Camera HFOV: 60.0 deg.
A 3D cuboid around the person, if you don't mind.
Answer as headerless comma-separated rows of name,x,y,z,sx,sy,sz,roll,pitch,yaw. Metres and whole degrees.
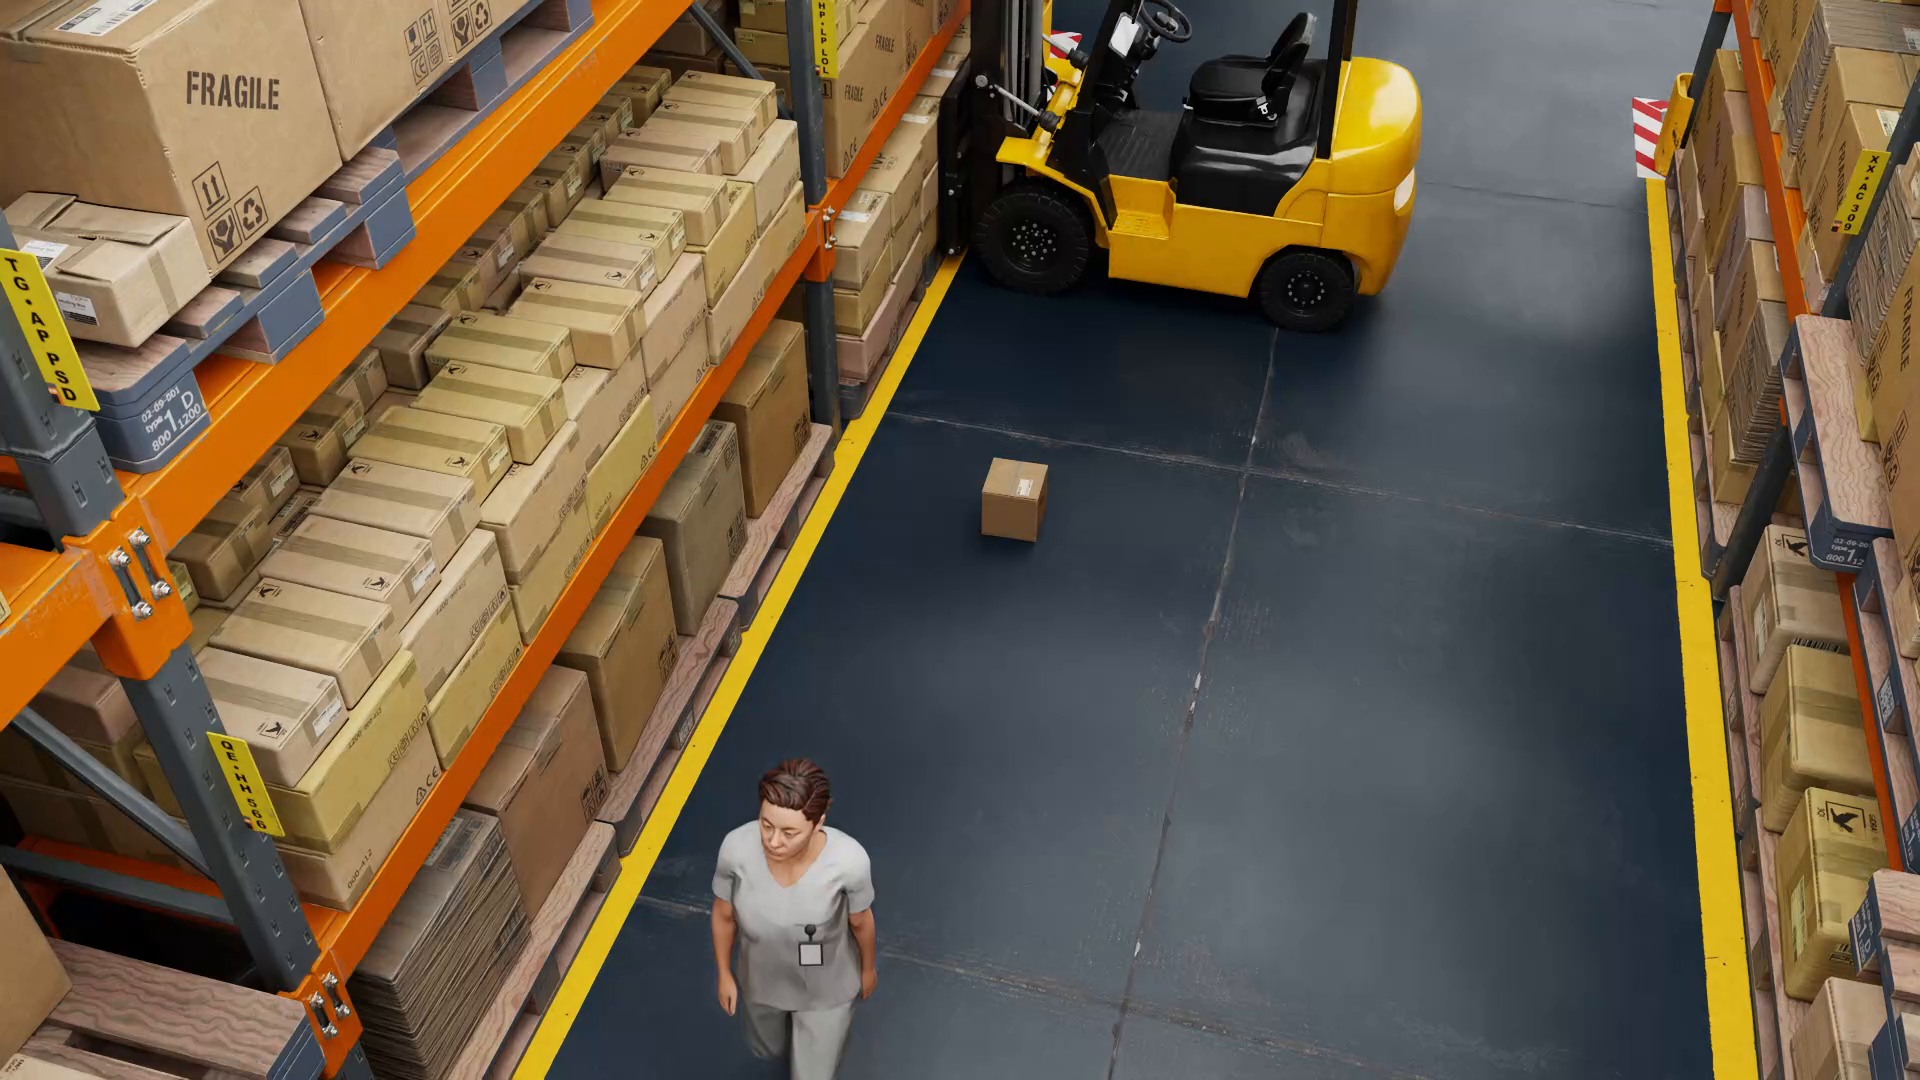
person,-0.463,1.211,4.764,0.451,1.640,0.869,8,42,9
